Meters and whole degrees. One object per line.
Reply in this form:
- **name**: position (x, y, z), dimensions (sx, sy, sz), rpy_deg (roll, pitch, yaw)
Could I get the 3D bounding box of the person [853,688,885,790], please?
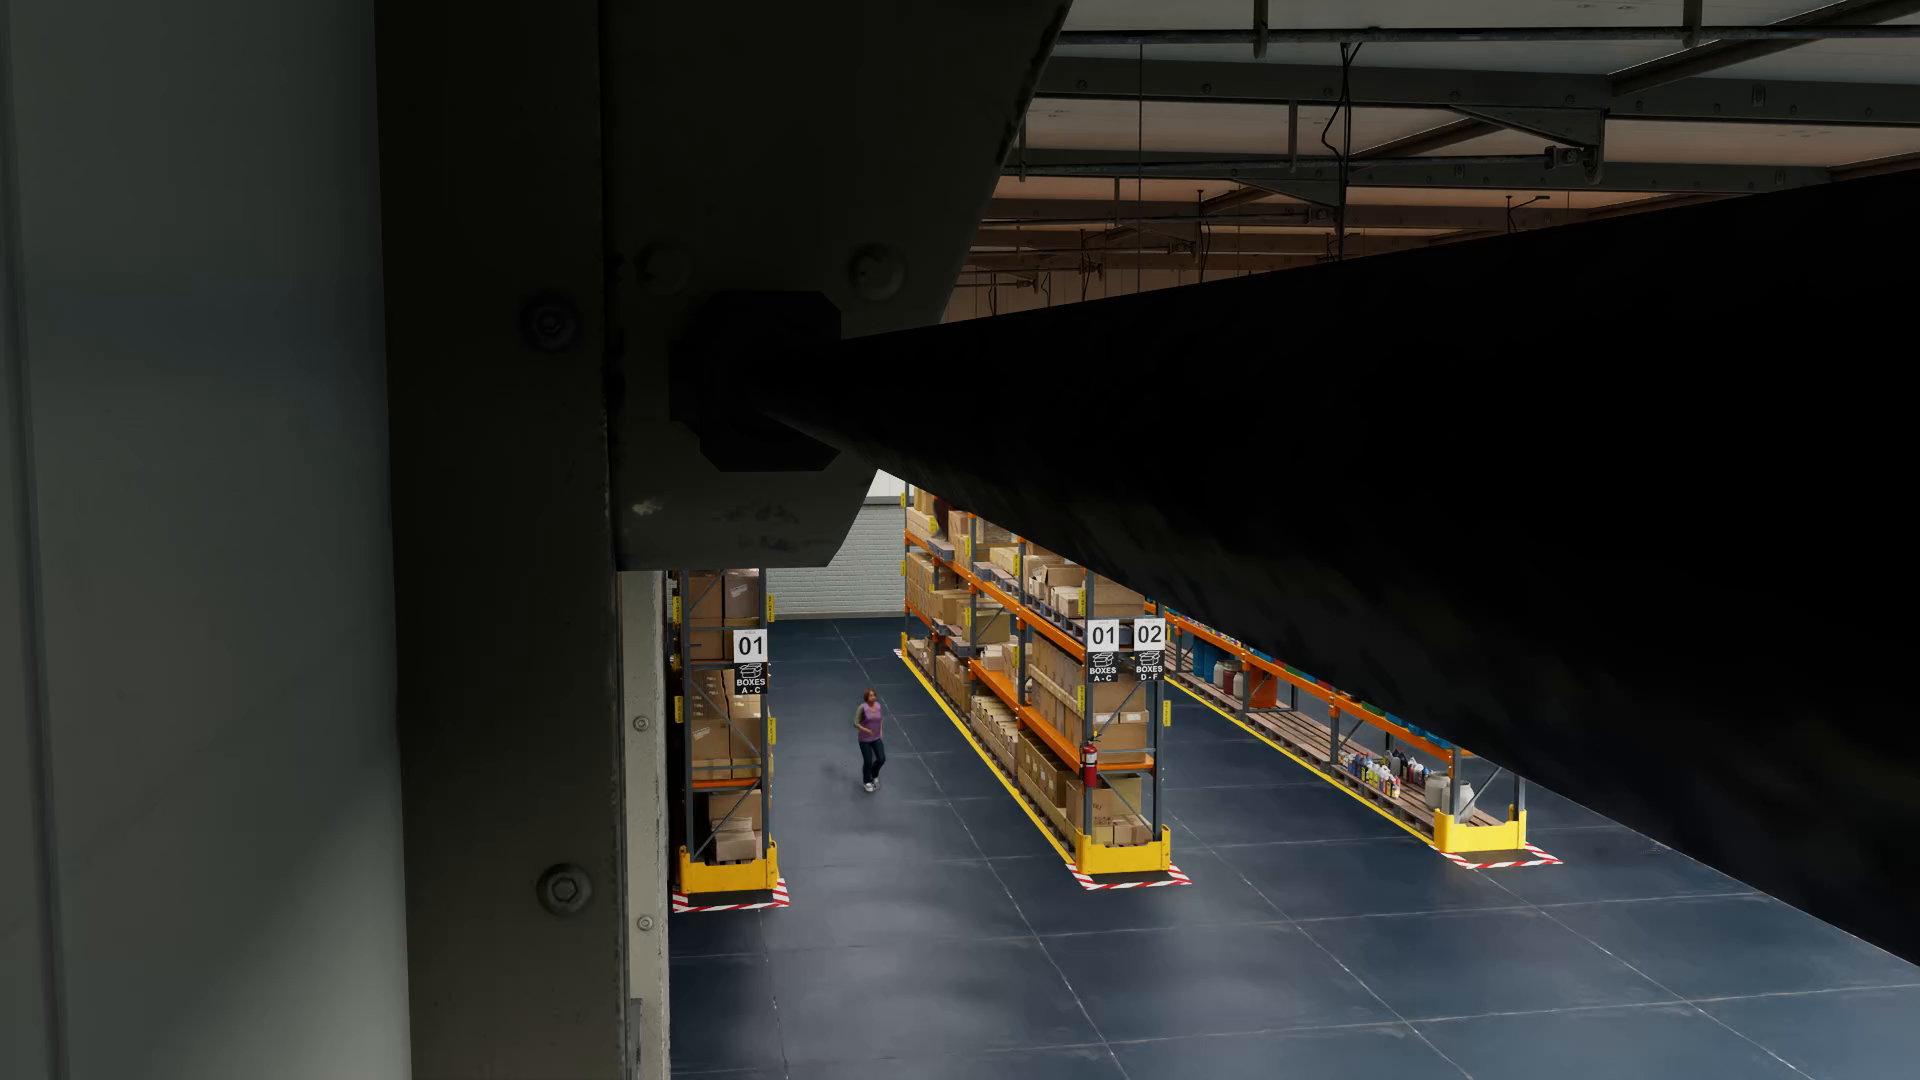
- **person**: position (-1.325, 2.980, 24.761), dimensions (0.538, 1.566, 0.576), rpy_deg (-3, 7, -26)
